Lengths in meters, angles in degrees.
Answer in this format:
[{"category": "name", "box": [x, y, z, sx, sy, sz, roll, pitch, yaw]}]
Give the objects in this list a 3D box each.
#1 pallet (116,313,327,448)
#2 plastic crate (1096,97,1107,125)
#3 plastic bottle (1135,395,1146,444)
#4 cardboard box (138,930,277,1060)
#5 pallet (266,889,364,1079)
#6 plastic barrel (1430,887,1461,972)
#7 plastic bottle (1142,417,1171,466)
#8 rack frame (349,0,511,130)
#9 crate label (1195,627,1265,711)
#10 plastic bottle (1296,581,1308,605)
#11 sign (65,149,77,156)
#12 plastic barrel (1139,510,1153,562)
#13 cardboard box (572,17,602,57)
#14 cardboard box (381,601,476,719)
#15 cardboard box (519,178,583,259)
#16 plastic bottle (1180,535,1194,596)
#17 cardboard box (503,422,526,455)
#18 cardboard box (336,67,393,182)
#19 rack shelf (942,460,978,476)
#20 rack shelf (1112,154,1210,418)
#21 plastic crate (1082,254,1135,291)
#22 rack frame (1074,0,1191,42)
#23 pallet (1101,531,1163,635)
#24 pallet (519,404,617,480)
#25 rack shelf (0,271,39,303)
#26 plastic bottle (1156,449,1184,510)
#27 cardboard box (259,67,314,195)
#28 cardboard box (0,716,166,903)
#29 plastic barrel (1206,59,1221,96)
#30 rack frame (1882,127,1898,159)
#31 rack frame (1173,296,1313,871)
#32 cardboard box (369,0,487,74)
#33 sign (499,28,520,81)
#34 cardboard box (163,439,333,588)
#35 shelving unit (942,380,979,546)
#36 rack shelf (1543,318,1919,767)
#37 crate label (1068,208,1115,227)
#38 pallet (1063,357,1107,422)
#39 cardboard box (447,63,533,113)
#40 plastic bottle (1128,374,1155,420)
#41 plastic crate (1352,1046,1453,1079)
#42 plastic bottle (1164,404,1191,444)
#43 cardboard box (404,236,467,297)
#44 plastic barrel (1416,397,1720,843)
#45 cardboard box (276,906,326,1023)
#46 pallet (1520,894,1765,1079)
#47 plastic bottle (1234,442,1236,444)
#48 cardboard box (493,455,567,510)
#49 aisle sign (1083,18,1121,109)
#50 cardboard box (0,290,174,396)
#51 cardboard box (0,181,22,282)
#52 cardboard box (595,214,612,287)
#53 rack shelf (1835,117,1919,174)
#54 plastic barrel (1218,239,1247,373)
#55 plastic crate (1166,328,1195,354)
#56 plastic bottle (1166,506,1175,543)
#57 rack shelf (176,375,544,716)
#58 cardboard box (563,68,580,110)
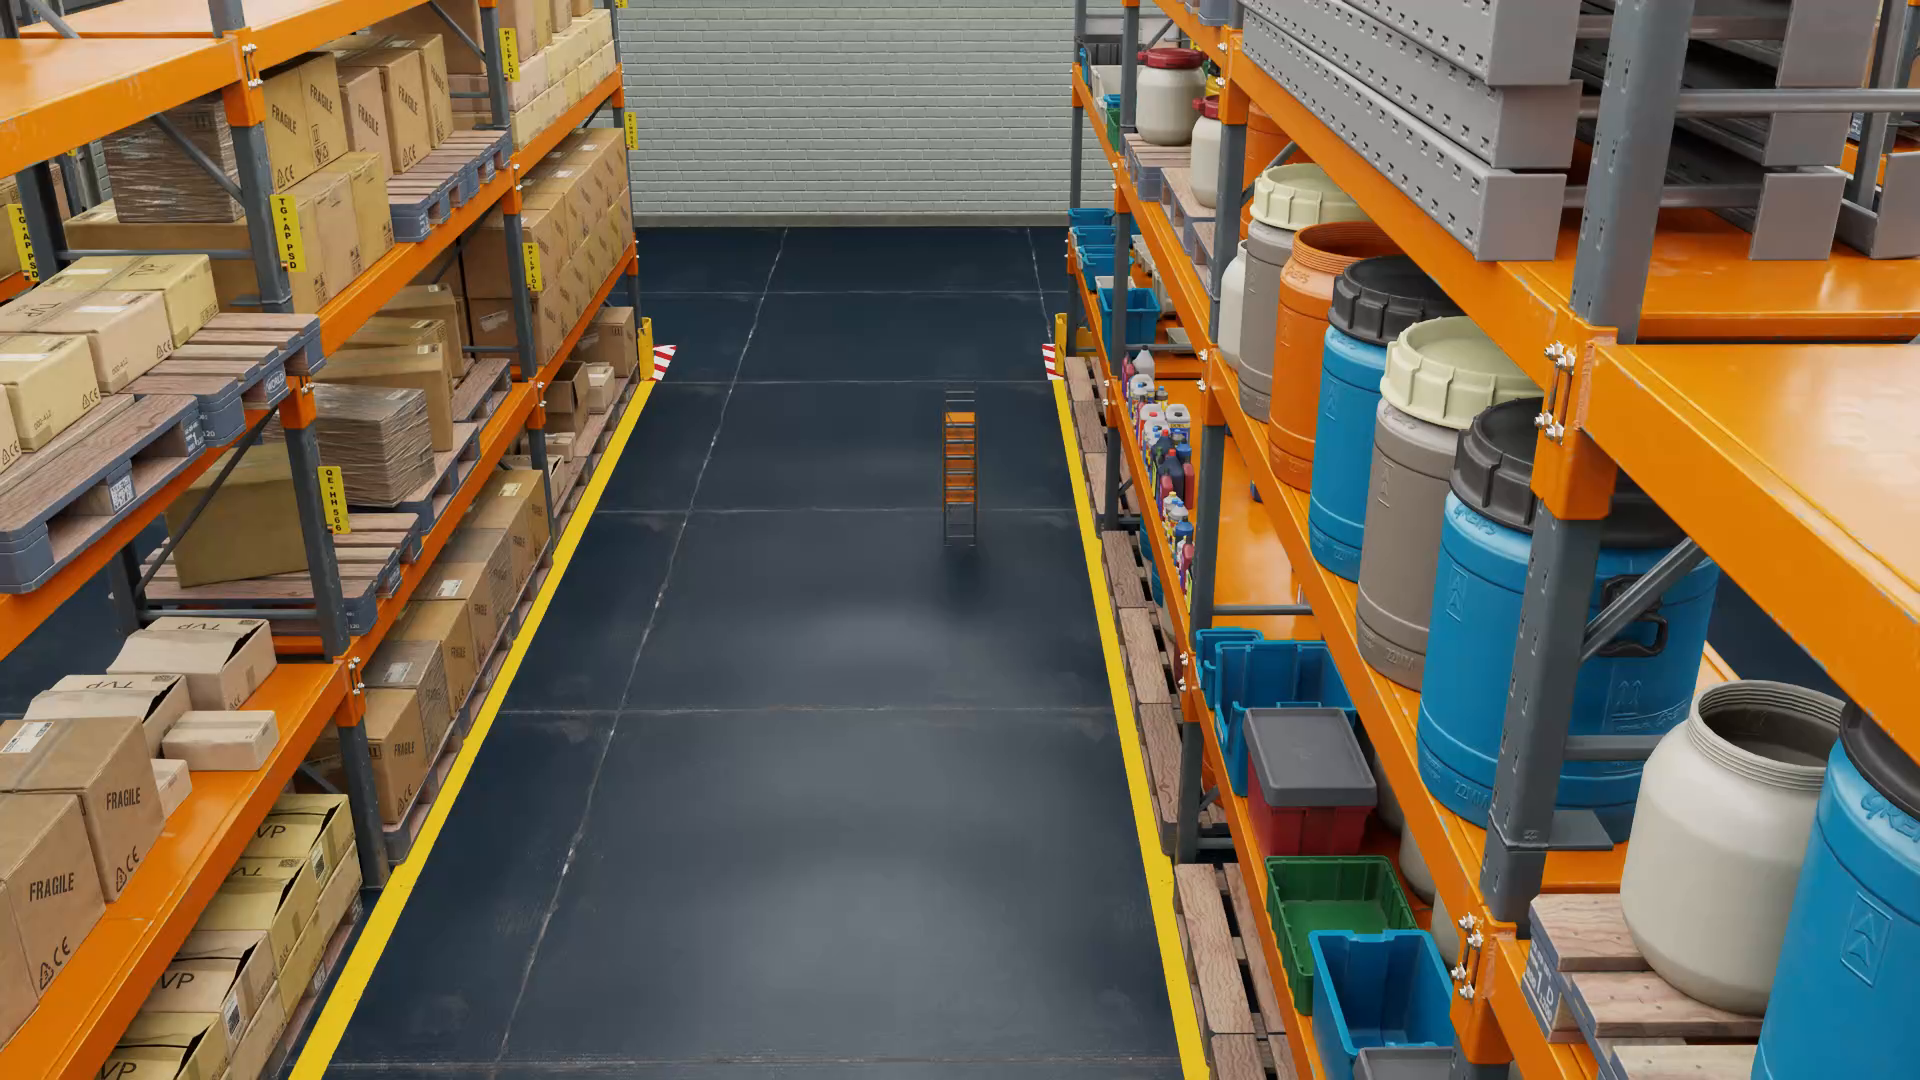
[{"category": "pallet", "box": [-3.274, -0.648, 6.514, 1.213, 0.211, 1.003, 1, 24, 2]}, {"category": "plastic crate", "box": [1.145, -3.084, 11.992, 0.293, 0.136, 0.466, 0, 24, -1]}, {"category": "plastic bottle", "box": [1.126, -0.743, 10.278, 0.061, 0.283, 0.133, 0, 24, -1]}, {"category": "cardboard box", "box": [-3.104, 1.797, 6.667, 0.500, 0.311, 0.500, 0, 24, -1]}, {"category": "pallet", "box": [-3.400, 1.964, 7.535, 1.003, 0.211, 1.213, 0, 24, -1]}, {"category": "plastic barrel", "box": [1.827, 1.222, 5.627, 0.433, 0.535, 0.433, 0, 24, 0]}, {"category": "plastic bottle", "box": [1.176, -0.589, 9.946, 0.152, 0.276, 0.135, 0, 24, -1]}, {"category": "rack frame", "box": [-3.414, -4.028, 10.119, 1.000, 3.000, 0.127, 0, 24, -1]}, {"category": "crate label", "box": [1.212, 0.585, 7.404, 0.303, 0.233, 0.416, 0, 24, -1]}, {"category": "plastic bottle", "box": [1.749, 0.211, 8.178, 0.152, 0.276, 0.135, 0, 24, -1]}, {"category": "sign", "box": [-7.868, -3.551, 14.652, 0.100, 0.325, 0.005, 0, 24, -1]}, {"category": "plastic barrel", "box": [1.528, -0.326, 11.251, 0.600, 0.901, 0.708, 0, 24, -1]}, {"category": "cardboard box", "box": [-3.191, -4.052, 13.388, 0.500, 0.250, 0.500, 0, 24, -1]}, {"category": "cardboard box", "box": [-3.101, 0.681, 9.487, 0.500, 0.500, 0.500, -1, 24, -1]}, {"category": "cardboard box", "box": [-3.149, -2.415, 12.499, 0.500, 0.500, 0.500, -1, 24, -2]}, {"category": "plastic bottle", "box": [1.149, 0.126, 8.355, 0.061, 0.283, 0.133, 0, 24, -1]}, {"category": "cardboard box", "box": [-3.712, -0.812, 13.018, 0.500, 0.311, 0.500, 0, 24, -1]}, {"category": "cardboard box", "box": [-3.465, -2.186, 8.935, 0.600, 0.600, 0.600, -1, 24, -3]}, {"category": "rack shelf", "box": [0.000, -0.500, 11.891, 0.258, 0.103, 0.180, 0, 24, -1]}, {"category": "rack shelf", "box": [1.561, -1.530, 9.109, 1.077, 0.370, 4.000, 0, 24, -1]}, {"category": "plastic crate", "box": [1.186, -2.145, 13.366, 0.416, 0.233, 0.300, 0, 24, -1]}, {"category": "rack frame", "box": [1.495, -5.697, 13.809, 1.000, 3.000, 0.127, 0, 24, -1]}, {"category": "pallet", "box": [1.506, 0.274, 11.272, 1.003, 0.211, 1.213, 0, 24, -1]}, {"category": "pallet", "box": [-3.437, -0.811, 13.670, 1.003, 0.211, 1.213, 0, 24, -1]}, {"category": "rack shelf", "box": [-8.389, -1.767, 13.273, 1.077, 0.370, 4.000, 0, 24, -1]}, {"category": "plastic bottle", "box": [1.179, -0.346, 9.318, 0.144, 0.351, 0.185, 0, 24, -1]}, {"category": "cardboard box", "box": [-3.374, -1.904, 7.728, 0.500, 0.500, 0.500, 0, 24, -1]}, {"category": "cardboard box", "box": [-3.336, 1.000, 6.162, 0.500, 0.500, 0.500, -2, 24, -3]}, {"category": "plastic barrel", "box": [1.752, -2.584, 9.828, 0.600, 0.588, 0.600, 0, 24, 0]}, {"category": "rack frame", "box": [6.492, -1.337, 11.450, 1.000, 3.000, 0.127, 0, 24, -1]}, {"category": "rack frame", "box": [1.583, 0.333, 7.757, 1.000, 3.000, 0.127, 0, 24, -1]}, {"category": "cardboard box", "box": [-3.458, -3.362, 10.953, 0.700, 0.500, 0.500, 0, 24, -1]}, {"category": "sign", "box": [-2.859, -3.080, 10.558, 0.100, 0.325, 0.005, 0, 24, -1]}, {"category": "cardboard box", "box": [-3.490, -0.142, 8.176, 0.700, 0.500, 0.500, -9, 26, -18]}, {"category": "shelving unit", "box": [0.000, -0.541, 11.873, 0.258, 1.200, 0.189, 0, 24, -1]}, {"category": "rack shelf", "box": [1.648, 0.582, 1.285, 1.077, 0.370, 4.000, 0, 24, -1]}, {"category": "crate label", "box": [1.169, -2.811, 14.839, 0.416, 0.233, 0.303, 0, 24, -1]}, {"category": "pallet", "box": [1.466, -1.353, 14.868, 1.003, 0.211, 1.213, 0, 24, -1]}, {"category": "cardboard box", "box": [-3.171, -3.022, 11.111, 0.500, 0.250, 0.500, 0, 24, -1]}, {"category": "plastic bottle", "box": [1.167, -0.915, 10.668, 0.152, 0.276, 0.135, 0, 24, -1]}, {"category": "plastic crate", "box": [1.315, 1.754, 4.537, 0.402, 0.464, 0.583, 0, 24, -1]}, {"category": "plastic bottle", "box": [1.325, -0.685, 10.159, 0.152, 0.276, 0.135, 0, 24, -1]}, {"category": "cardboard box", "box": [-3.678, -2.003, 11.587, 0.500, 0.500, 0.500, 0, 24, 0]}, {"category": "plastic barrel", "box": [1.404, 0.178, 3.852, 0.600, 0.901, 0.708, 0, 24, -1]}, {"category": "cardboard box", "box": [-3.112, 1.843, 7.245, 0.500, 0.250, 0.500, -1, 24, -1]}, {"category": "pallet", "box": [1.732, 0.998, 2.877, 1.213, 0.211, 1.003, 0, 24, -1]}, {"category": "plastic bottle", "box": [1.751, -0.729, 10.261, 0.097, 0.271, 0.097, 0, 24, 0]}, {"category": "cardboard box", "box": [-3.202, -0.444, 12.203, 0.500, 0.311, 0.500, 0, 24, -1]}, {"category": "aisle sign", "box": [1.198, -4.176, 14.572, 0.394, 0.787, 0.004, 0, 24, -1]}, {"category": "cardboard box", "box": [-3.285, -0.733, 6.147, 0.500, 0.250, 0.500, 0, 24, 1]}, {"category": "cardboard box", "box": [-8.376, -2.546, 13.758, 0.980, 0.700, 0.700, 0, 24, -1]}, {"category": "cardboard box", "box": [-3.172, -2.386, 13.646, 0.500, 0.500, 0.500, 0, 24, 0]}, {"category": "rack shelf", "box": [6.470, -3.200, 12.803, 1.077, 0.370, 4.000, 0, 24, -1]}, {"category": "plastic barrel", "box": [1.280, -0.955, 6.830, 0.421, 0.512, 0.421, 0, 24, 0]}, {"category": "plastic crate", "box": [1.677, -1.415, 11.869, 0.396, 0.136, 0.243, 0, 24, -1]}, {"category": "plastic bottle", "box": [1.161, -0.084, 8.921, 0.097, 0.201, 0.097, 0, 24, 0]}, {"category": "rack shelf", "box": [-3.392, -0.142, 9.681, 1.077, 0.370, 4.000, 0, 24, -1]}, {"category": "cardboard box", "box": [-3.186, -3.412, 12.580, 0.500, 0.250, 0.500, 0, 24, -1]}]
